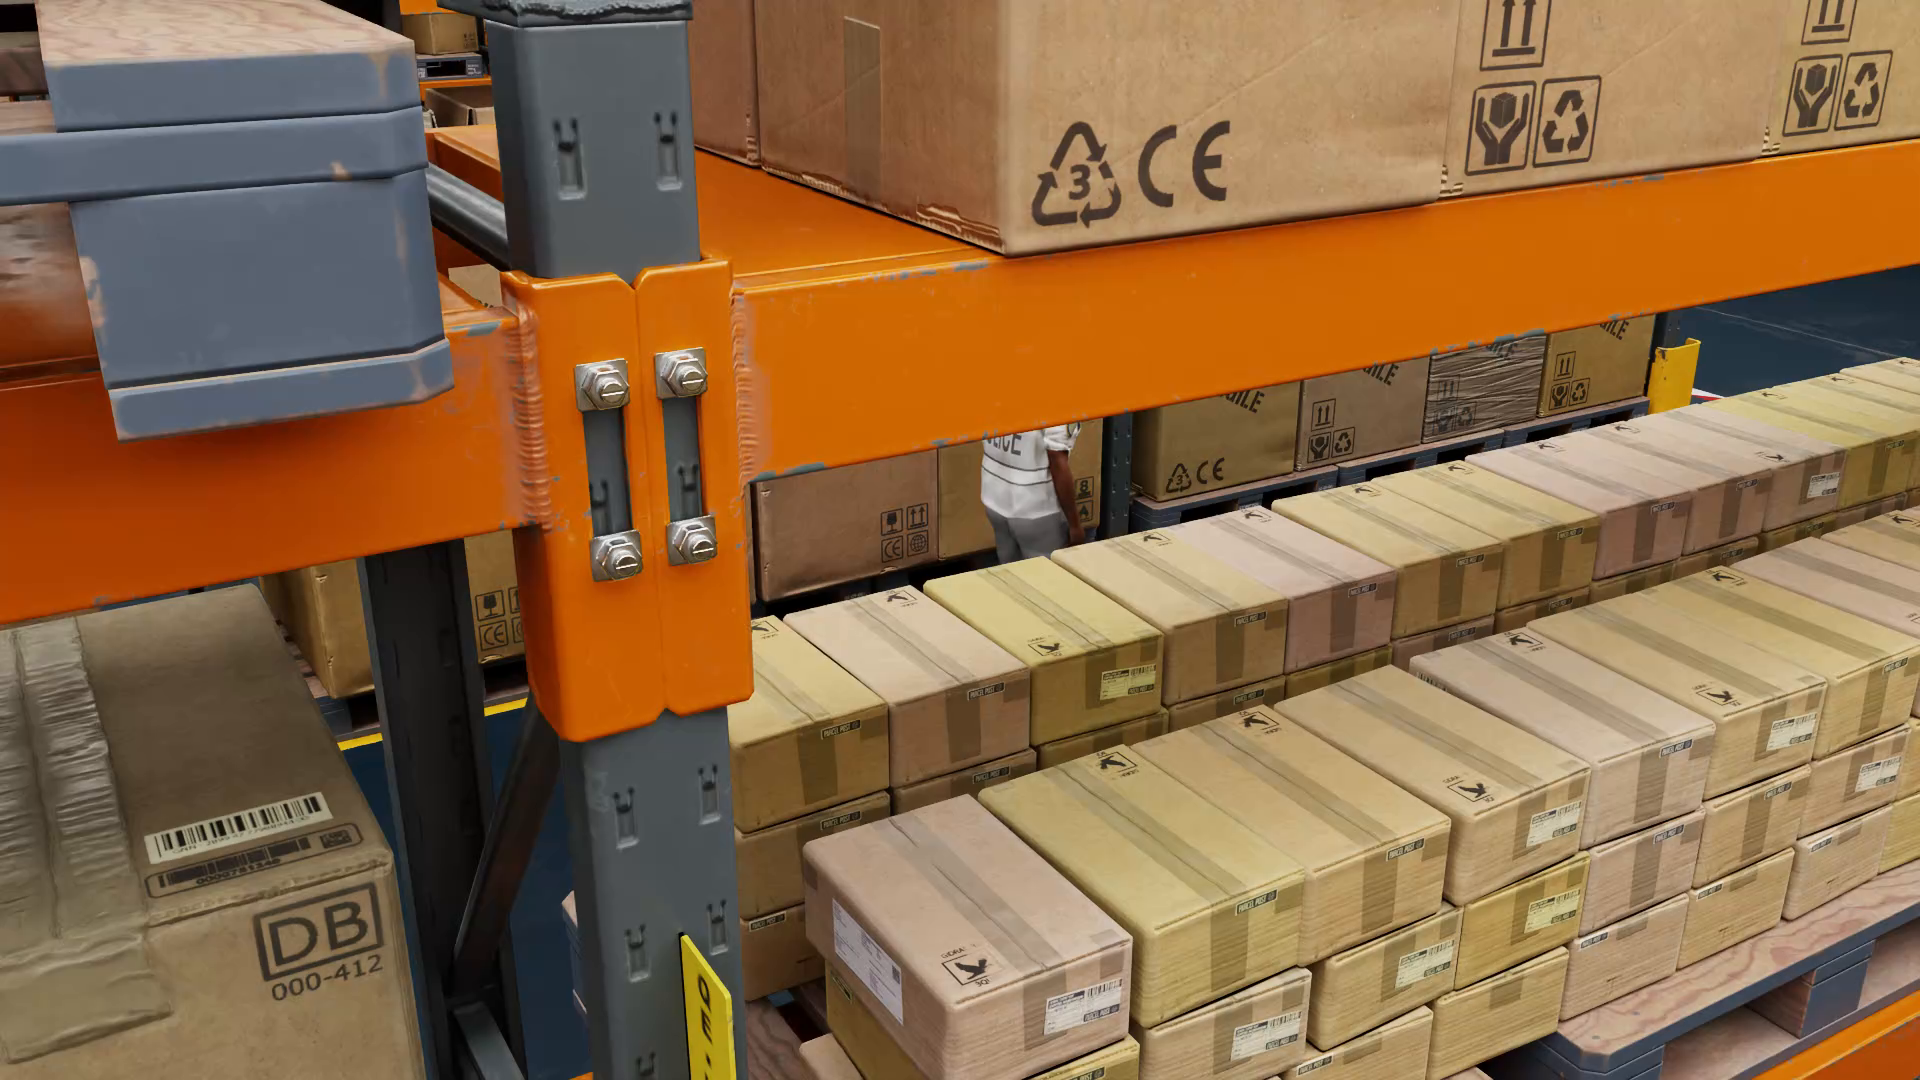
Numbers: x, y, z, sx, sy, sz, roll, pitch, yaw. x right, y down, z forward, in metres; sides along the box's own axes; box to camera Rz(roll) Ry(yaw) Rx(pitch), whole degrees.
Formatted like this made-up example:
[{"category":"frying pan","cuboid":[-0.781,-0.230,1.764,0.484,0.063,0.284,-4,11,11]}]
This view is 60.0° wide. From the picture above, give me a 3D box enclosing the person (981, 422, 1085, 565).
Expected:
[{"category":"person","cuboid":[0.303,-0.118,6.384,0.399,1.657,0.514,-13,25,-29]}]
